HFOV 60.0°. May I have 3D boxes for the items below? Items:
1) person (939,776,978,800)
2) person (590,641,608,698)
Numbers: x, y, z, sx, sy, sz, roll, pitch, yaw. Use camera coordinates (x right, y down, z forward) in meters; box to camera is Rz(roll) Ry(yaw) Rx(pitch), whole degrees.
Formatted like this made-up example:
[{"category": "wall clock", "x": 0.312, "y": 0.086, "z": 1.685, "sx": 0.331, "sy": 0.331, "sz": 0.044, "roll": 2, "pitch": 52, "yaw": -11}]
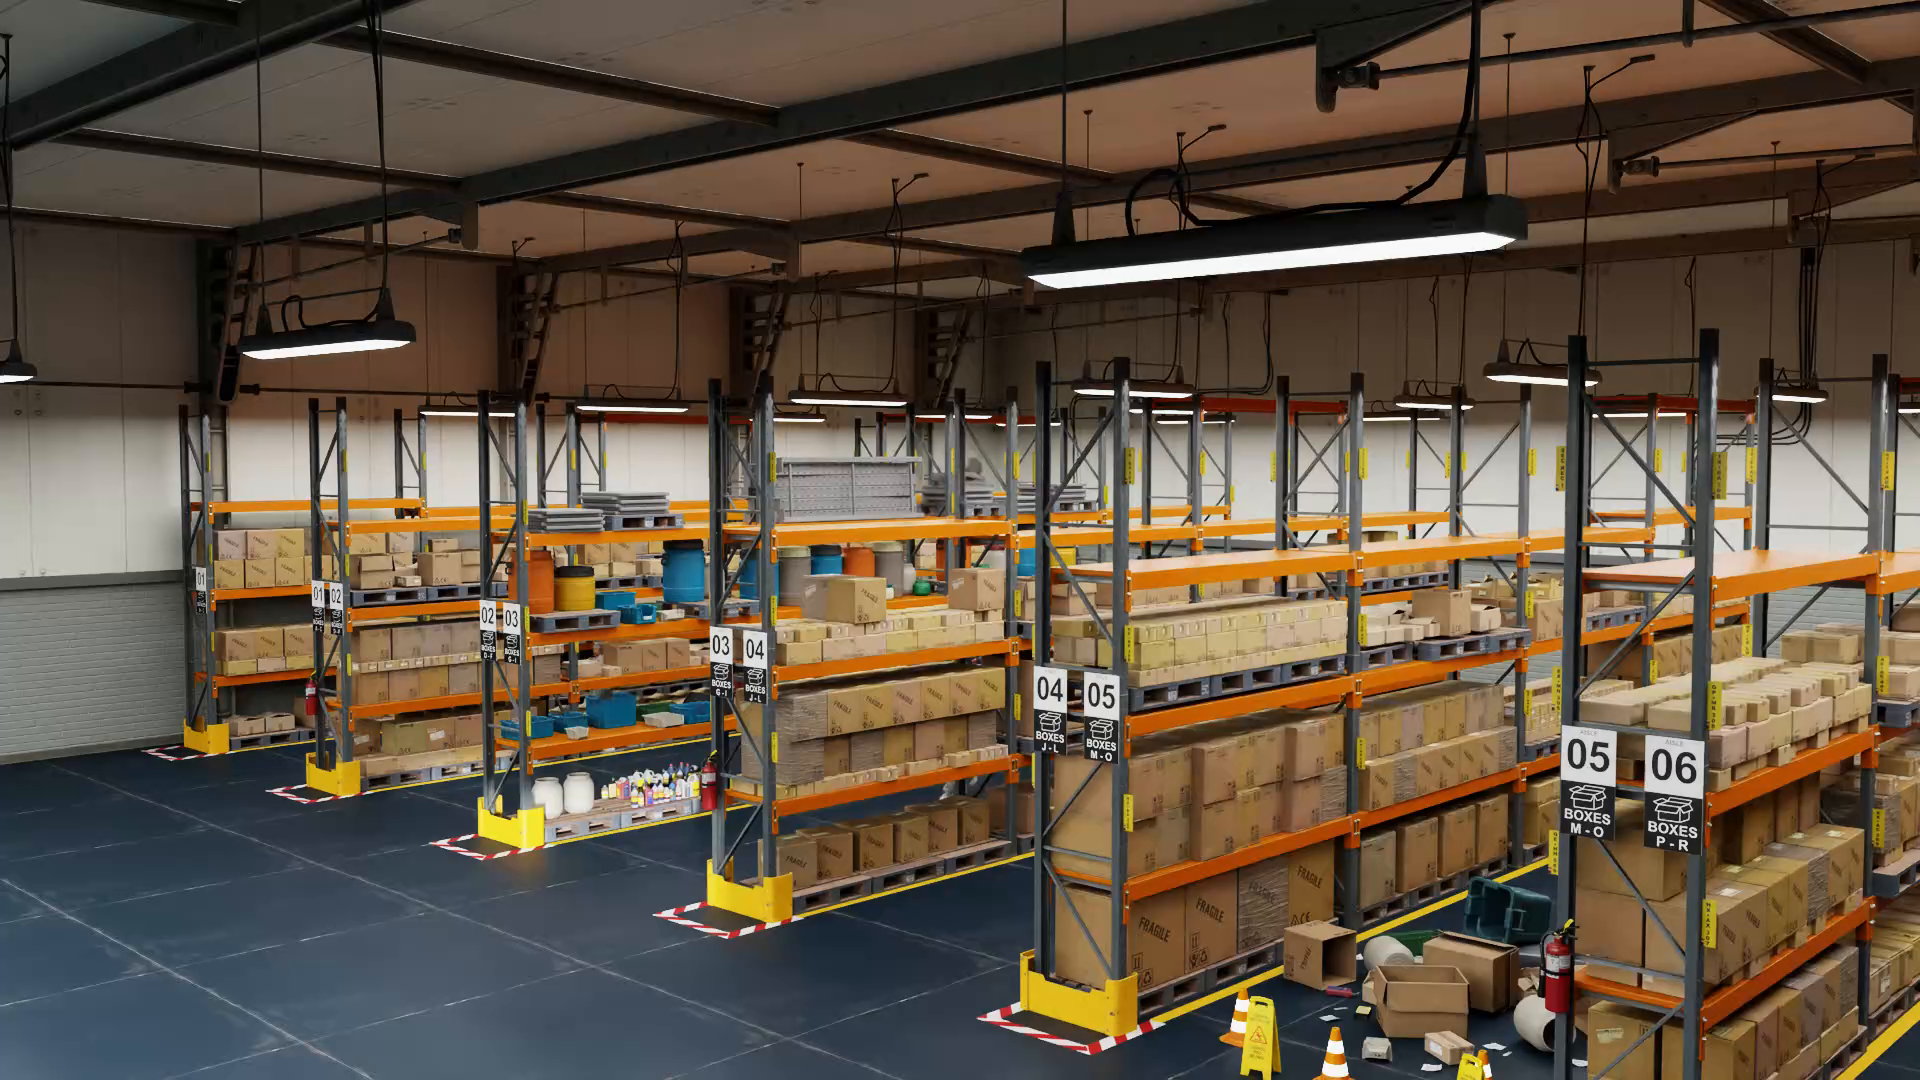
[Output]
[{"category": "person", "x": 0.029, "y": 3.022, "z": 24.936, "sx": 0.587, "sy": 1.664, "sz": 0.989, "roll": 2, "pitch": 4, "yaw": 35}, {"category": "person", "x": -6.726, "y": 2.706, "z": 30.798, "sx": 0.595, "sy": 1.660, "sz": 0.584, "roll": 2, "pitch": 4, "yaw": 39}]
